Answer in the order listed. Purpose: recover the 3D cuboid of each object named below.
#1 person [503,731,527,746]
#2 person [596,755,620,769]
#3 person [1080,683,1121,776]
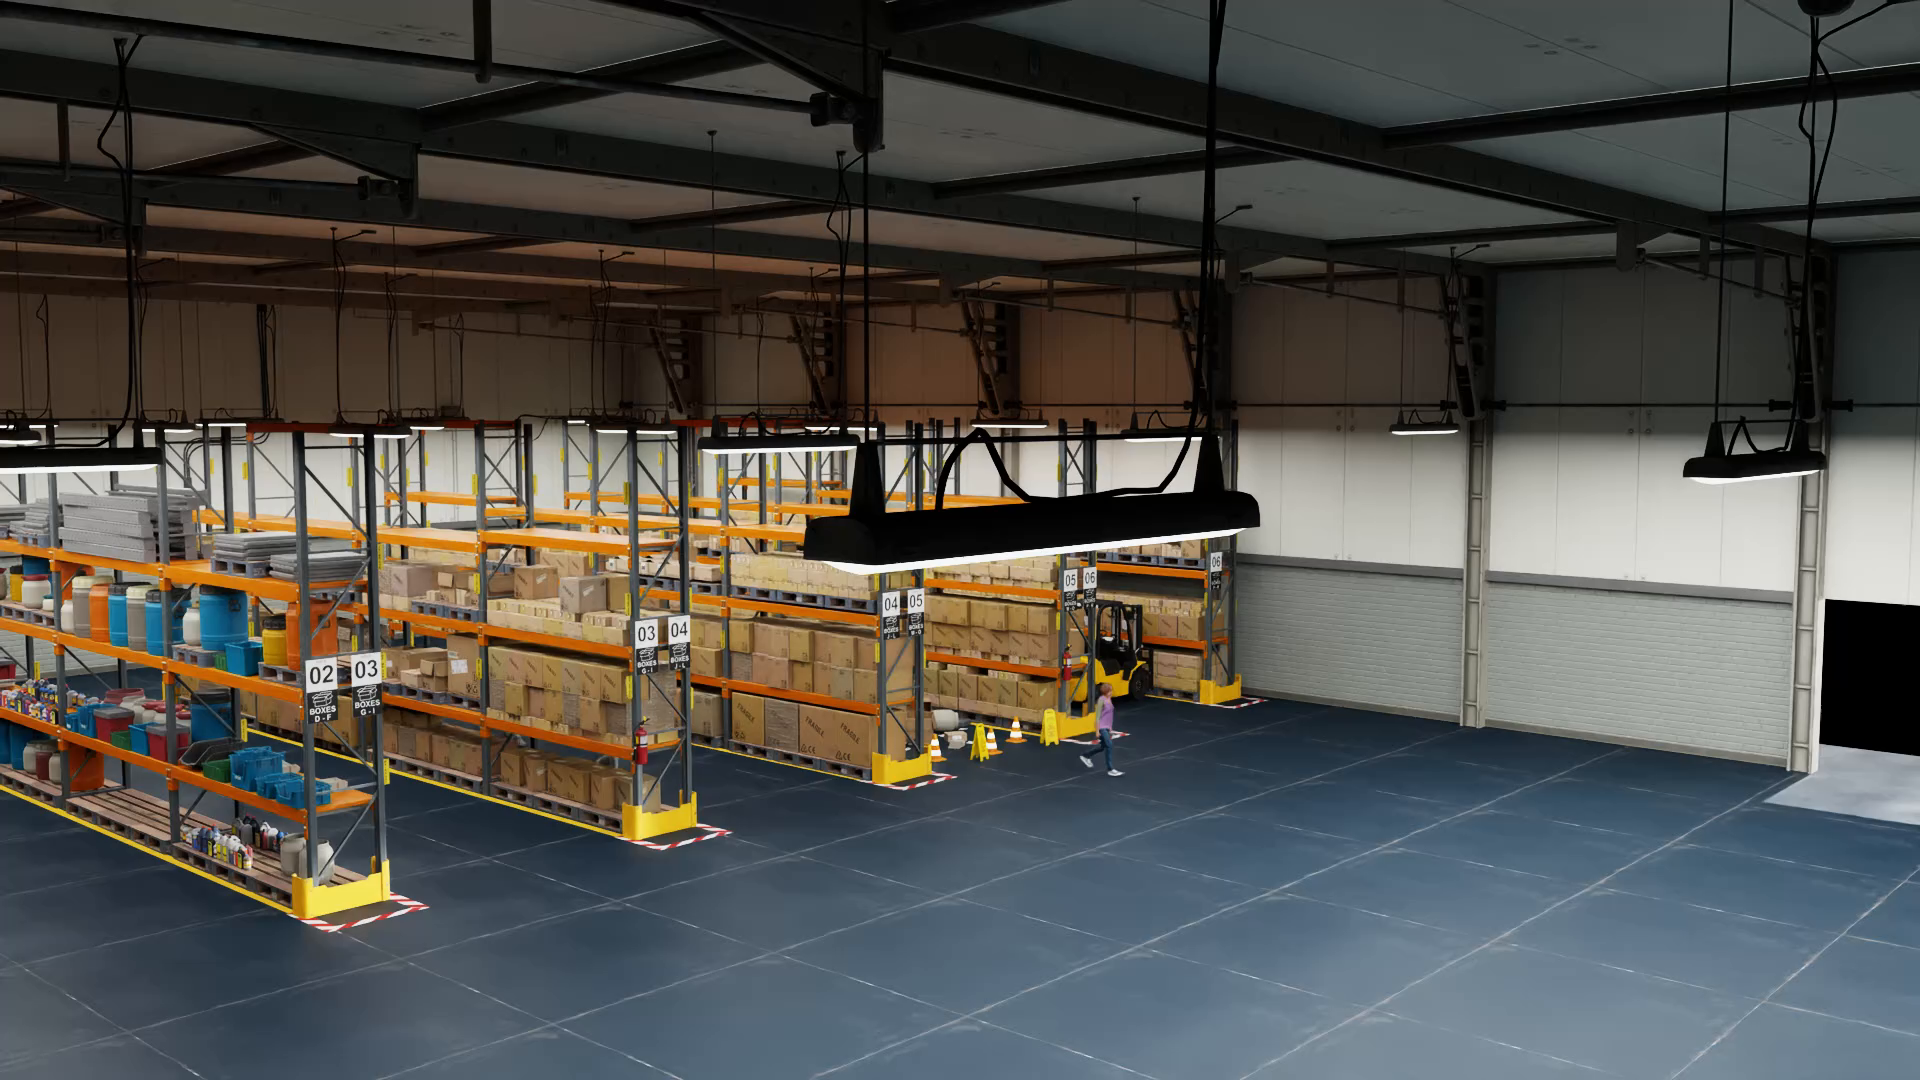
[{"bbox_3d":[-8.335,2.921,31.118,0.703,1.779,0.599,2,5,21],"label":"person"},{"bbox_3d":[-5.886,3.235,27.942,0.640,1.651,0.523,3,5,30],"label":"person"},{"bbox_3d":[2.434,3.233,28.507,0.840,1.520,0.454,2,5,27],"label":"person"}]
